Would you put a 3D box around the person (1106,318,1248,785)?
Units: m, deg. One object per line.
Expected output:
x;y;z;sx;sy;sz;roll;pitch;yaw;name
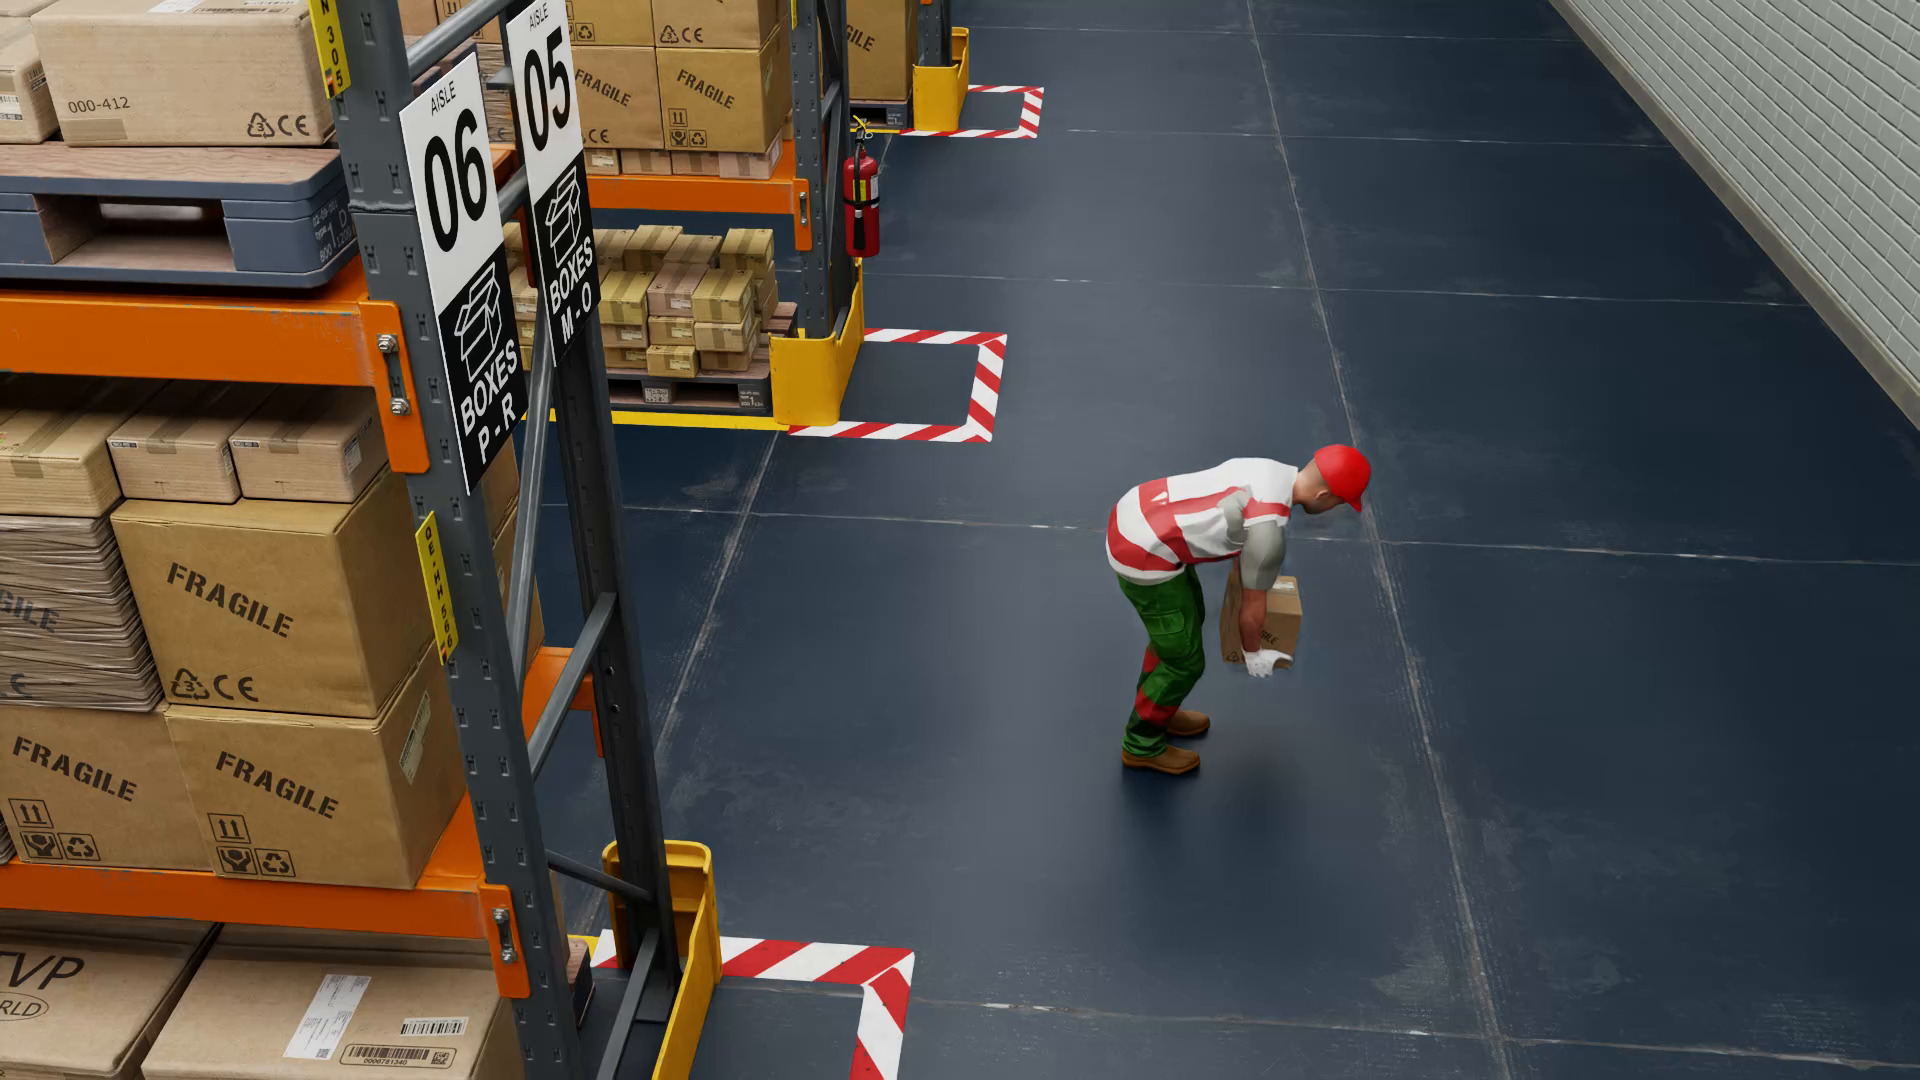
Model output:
0.759;0.026;6.079;0.453;1.778;0.616;1;32;1;person
